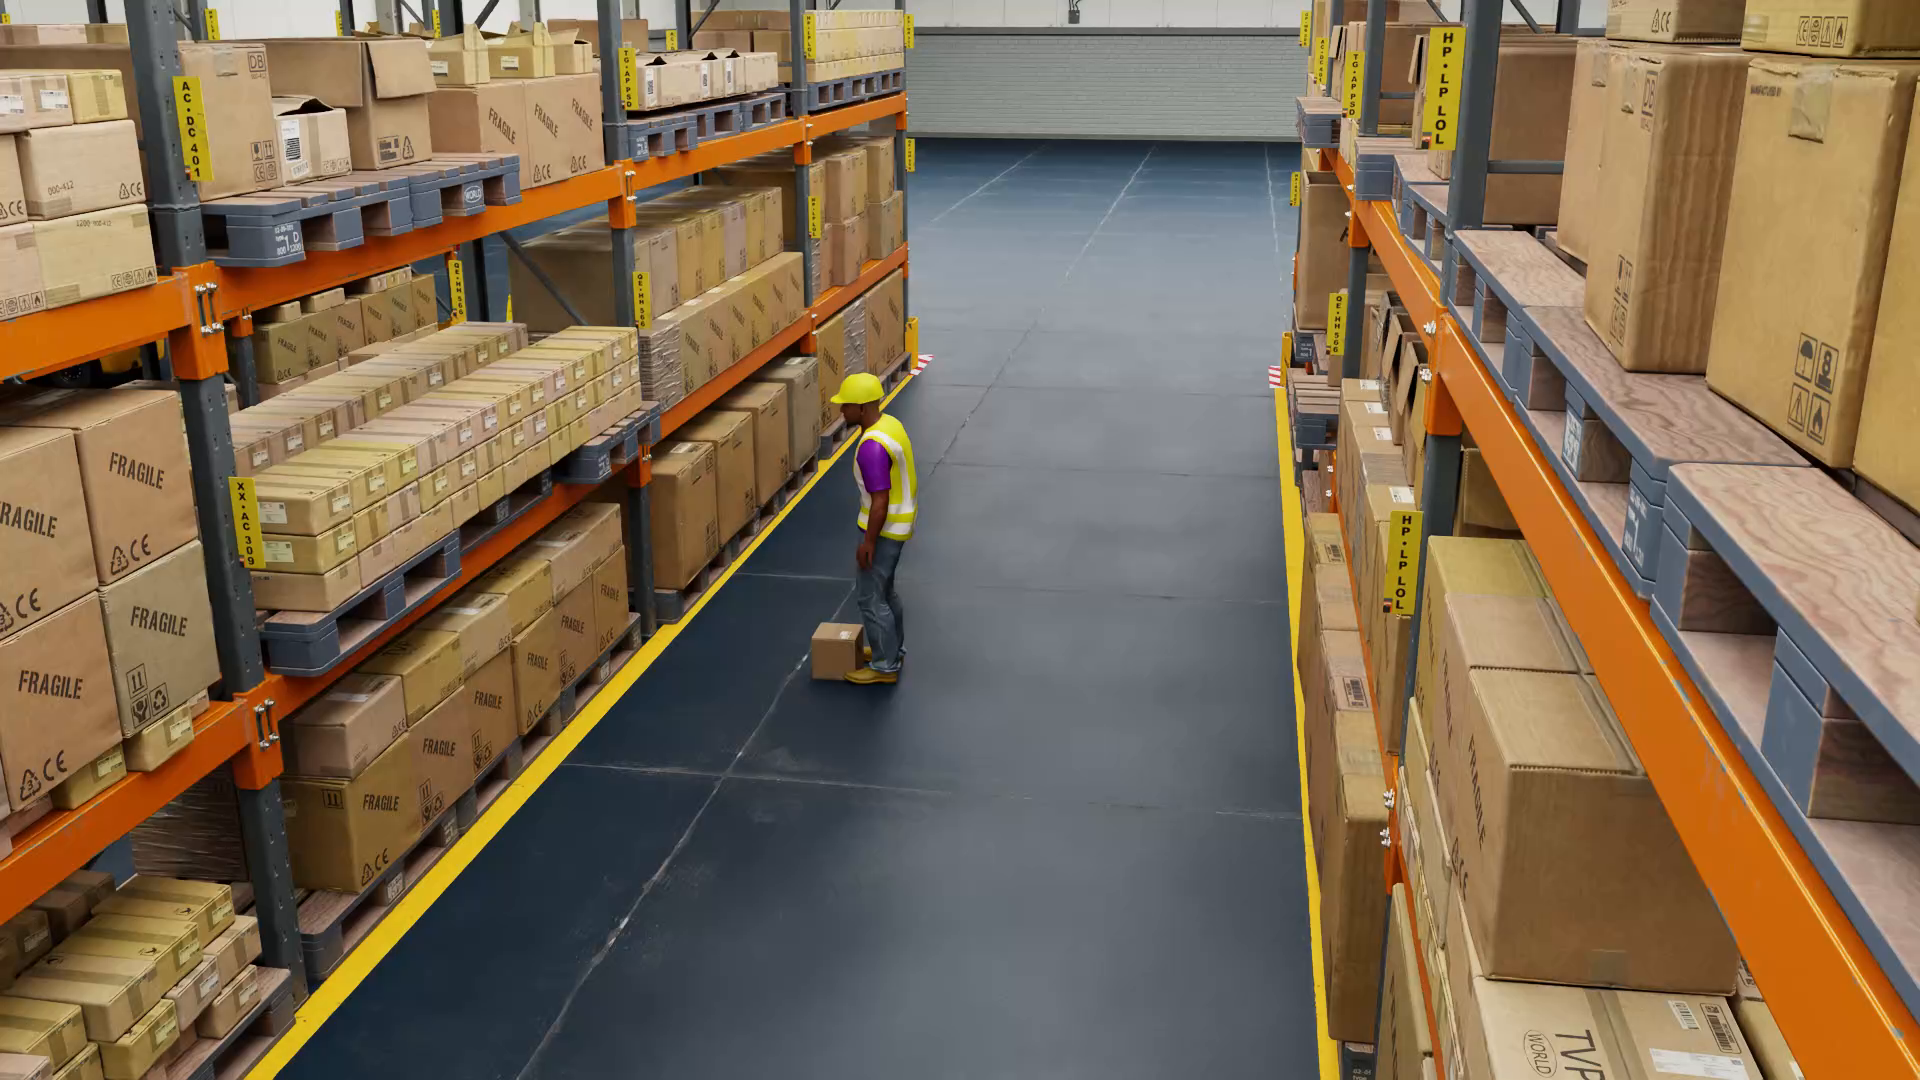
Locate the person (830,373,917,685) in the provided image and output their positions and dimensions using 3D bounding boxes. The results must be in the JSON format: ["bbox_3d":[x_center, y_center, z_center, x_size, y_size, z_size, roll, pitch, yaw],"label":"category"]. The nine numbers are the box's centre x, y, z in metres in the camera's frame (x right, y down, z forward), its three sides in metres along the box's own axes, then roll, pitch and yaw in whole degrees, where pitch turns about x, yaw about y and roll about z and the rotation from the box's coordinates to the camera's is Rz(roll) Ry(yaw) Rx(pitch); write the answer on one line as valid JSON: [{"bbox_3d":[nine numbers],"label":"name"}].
[{"bbox_3d":[-0.468,-0.068,9.239,0.462,1.759,0.632,2,18,5],"label":"person"}]
